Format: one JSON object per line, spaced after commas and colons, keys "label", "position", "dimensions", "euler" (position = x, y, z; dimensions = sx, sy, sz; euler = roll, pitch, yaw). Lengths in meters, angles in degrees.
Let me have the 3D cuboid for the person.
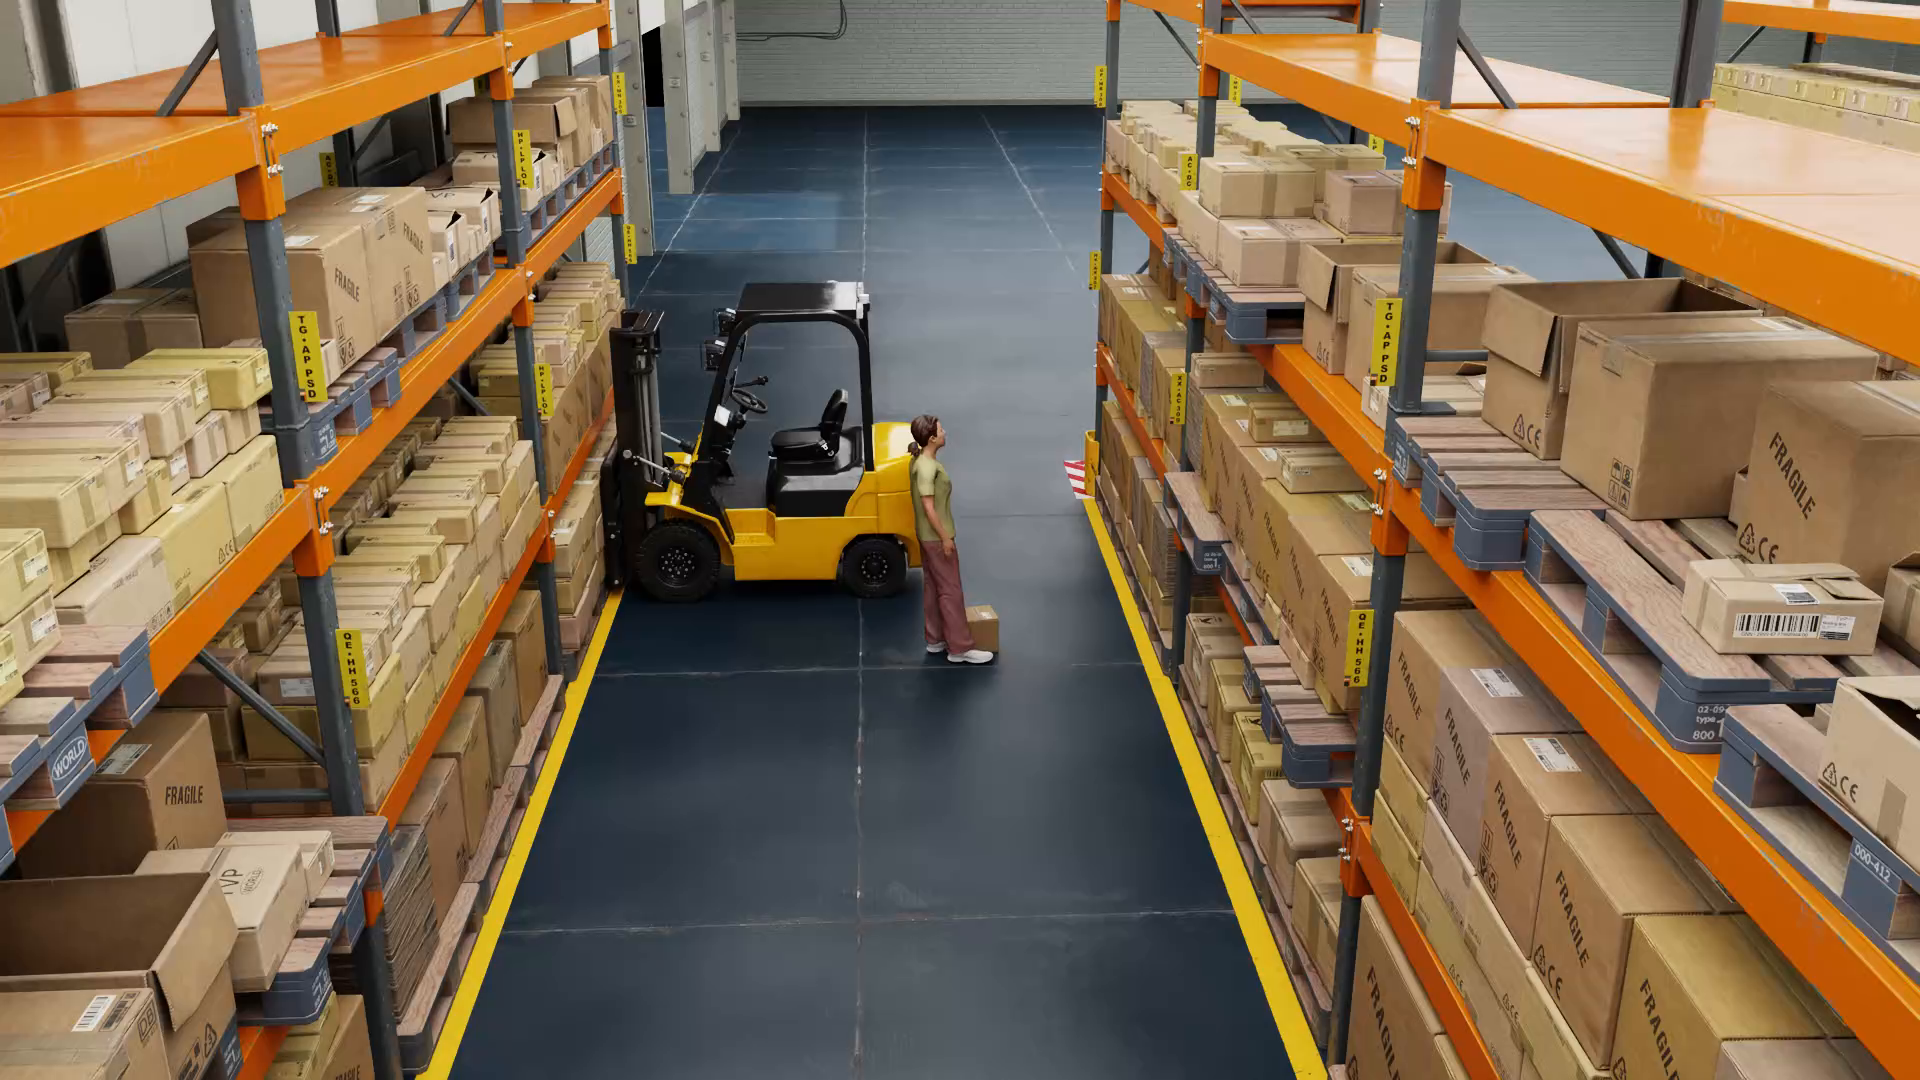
{"label": "person", "position": [-0.090, -0.029, 11.132], "dimensions": [0.549, 1.675, 0.555], "euler": [-4, 21, -10]}
